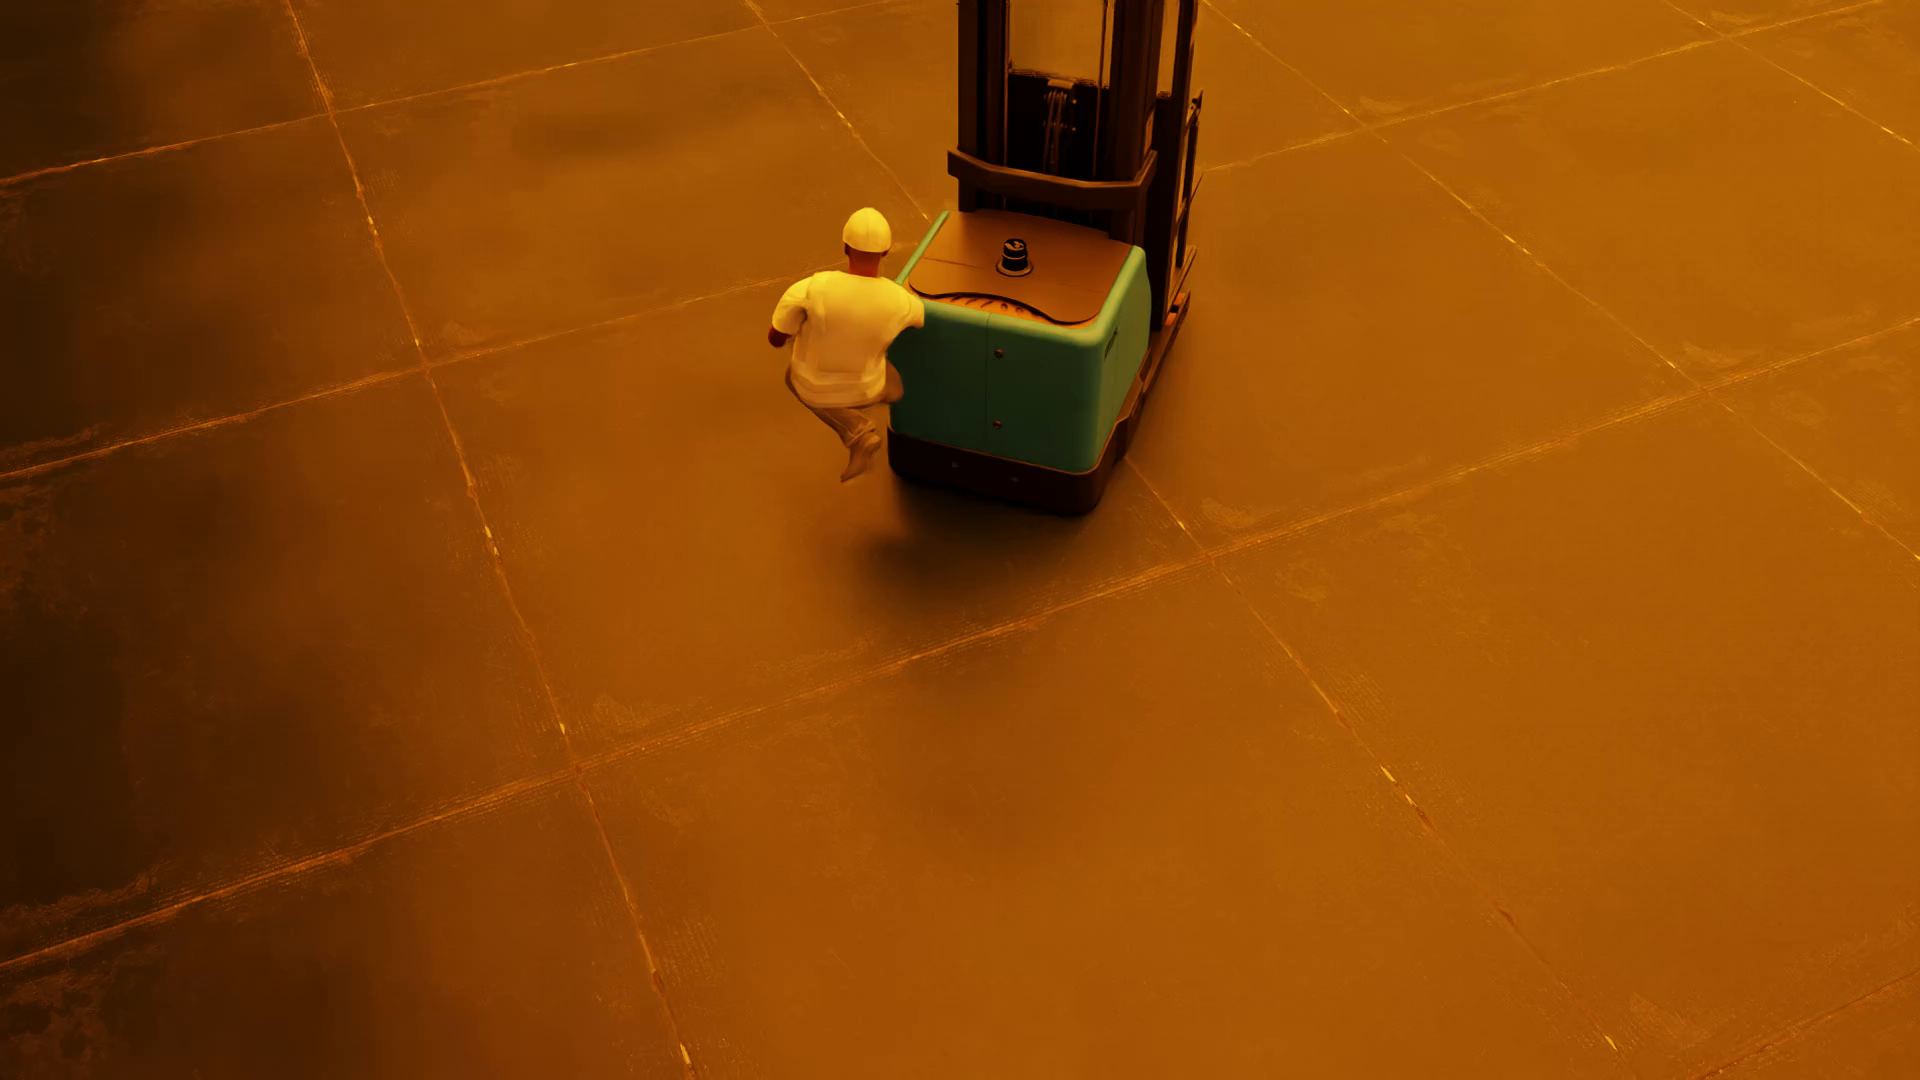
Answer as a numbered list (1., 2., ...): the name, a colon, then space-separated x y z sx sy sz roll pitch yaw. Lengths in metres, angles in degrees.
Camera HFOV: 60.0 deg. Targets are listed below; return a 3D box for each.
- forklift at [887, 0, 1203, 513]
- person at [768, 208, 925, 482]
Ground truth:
1. forklift: 0.618 -2.219 8.058 1.130 2.935 3.031 13 45 14
2. person: -0.468 -0.886 7.605 0.796 1.614 0.745 -5 43 -5
